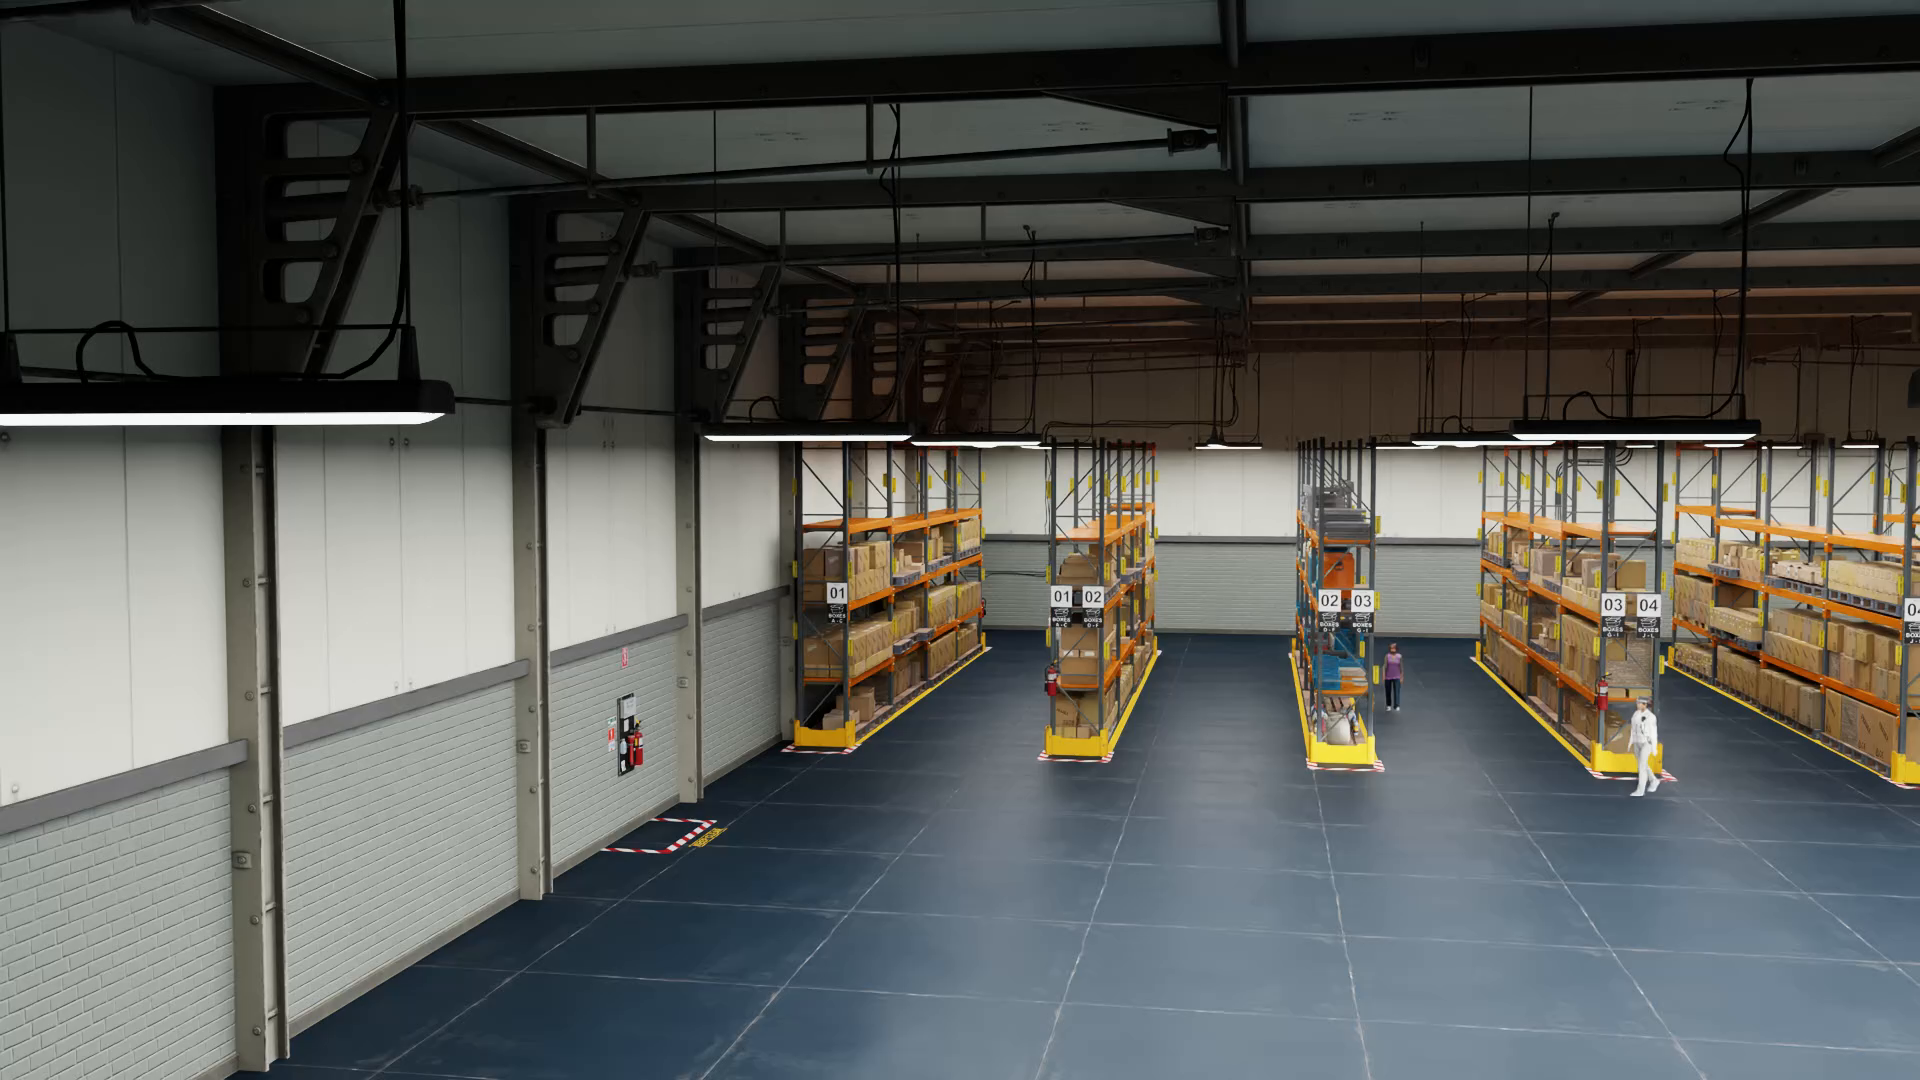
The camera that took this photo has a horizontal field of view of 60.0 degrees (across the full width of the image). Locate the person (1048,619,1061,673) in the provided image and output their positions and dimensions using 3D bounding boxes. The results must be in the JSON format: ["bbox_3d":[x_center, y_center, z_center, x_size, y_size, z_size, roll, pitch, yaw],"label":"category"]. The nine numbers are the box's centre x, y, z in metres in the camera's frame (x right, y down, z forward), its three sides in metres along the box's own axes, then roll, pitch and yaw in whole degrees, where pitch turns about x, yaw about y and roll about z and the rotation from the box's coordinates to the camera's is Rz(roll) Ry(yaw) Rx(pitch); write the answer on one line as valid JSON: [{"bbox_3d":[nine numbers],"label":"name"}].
[{"bbox_3d":[2.532,2.556,43.130,0.553,1.719,0.918,1,3,22],"label":"person"}]

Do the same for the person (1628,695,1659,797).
[{"bbox_3d":[11.445,3.411,27.775,0.751,1.661,0.475,-1,3,-17],"label":"person"}]

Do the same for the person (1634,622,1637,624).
[{"bbox_3d":[19.668,2.358,47.651,0.642,1.665,1.076,2,3,29],"label":"person"}]

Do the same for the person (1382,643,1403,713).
[{"bbox_3d":[9.434,3.017,36.269,0.448,1.537,1.011,1,3,17],"label":"person"}]
